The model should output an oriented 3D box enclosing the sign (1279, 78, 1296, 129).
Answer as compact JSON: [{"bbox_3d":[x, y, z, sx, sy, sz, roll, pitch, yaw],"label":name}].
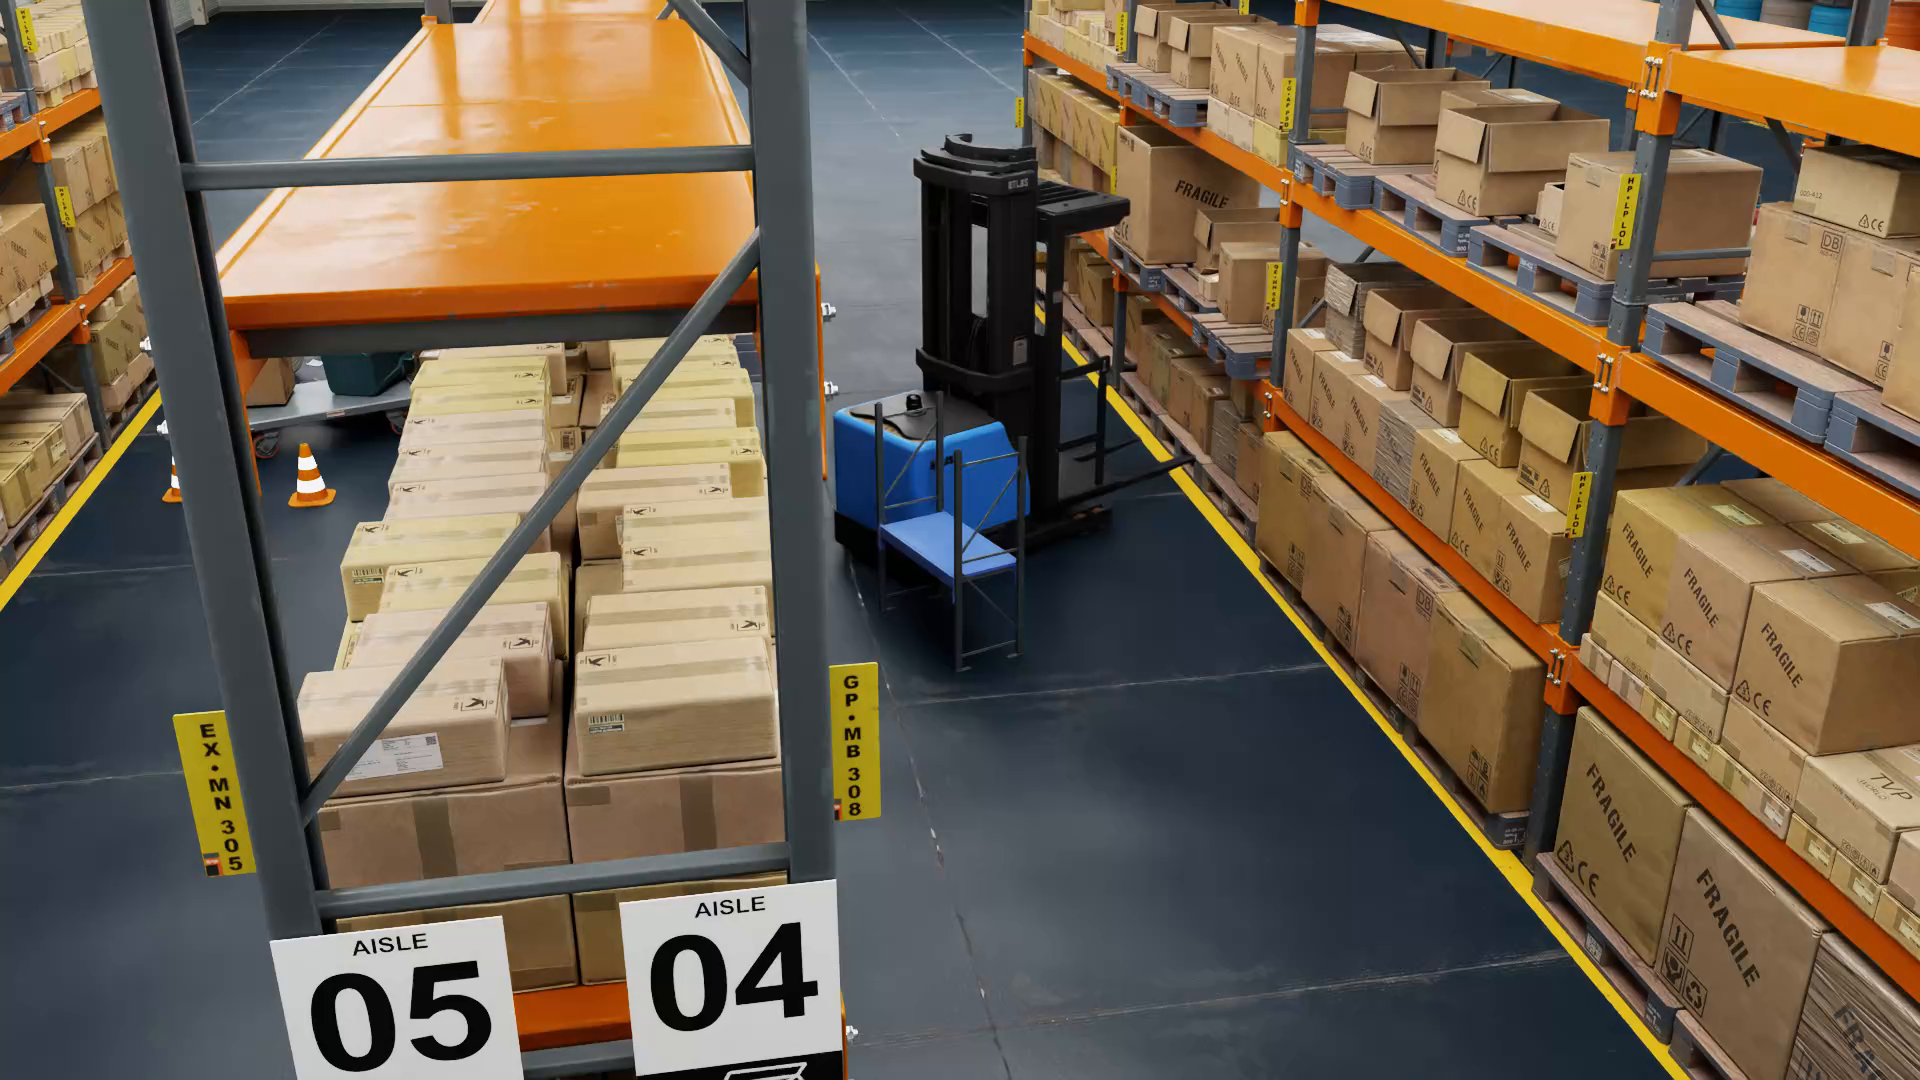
[{"bbox_3d":[2.149,-2.857,10.894,0.100,0.325,0.005,-4,24,-10],"label":"sign"}]

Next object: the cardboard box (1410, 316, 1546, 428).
[{"bbox_3d":[3.051,-0.982,9.615,0.797,0.503,0.637,-4,24,-8],"label":"cardboard box"}]

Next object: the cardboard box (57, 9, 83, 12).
[{"bbox_3d":[-8.073,-4.809,15.325,0.380,0.149,0.250,-4,24,-10],"label":"cardboard box"}]

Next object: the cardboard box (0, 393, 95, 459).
[{"bbox_3d":[-7.696,-0.907,13.581,0.950,0.372,0.625,-4,24,-9],"label":"cardboard box"}]

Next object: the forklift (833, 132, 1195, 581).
[{"bbox_3d":[0.530,-1.520,12.312,3.031,2.935,1.130,-19,30,-36],"label":"forklift"}]

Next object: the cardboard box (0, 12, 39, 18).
[{"bbox_3d":[-8.541,-4.664,14.994,0.380,0.149,0.250,-4,24,-8],"label":"cardboard box"}]

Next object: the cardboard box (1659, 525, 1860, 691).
[{"bbox_3d":[3.343,0.278,6.986,0.500,0.500,0.500,-4,24,-10],"label":"cardboard box"}]

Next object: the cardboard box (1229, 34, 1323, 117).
[{"bbox_3d":[2.243,-3.305,11.814,0.500,0.500,0.500,-4,24,-10],"label":"cardboard box"}]

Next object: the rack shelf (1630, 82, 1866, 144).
[{"bbox_3d":[7.181,-3.483,13.872,1.077,0.370,4.000,-4,24,-10],"label":"rack shelf"}]

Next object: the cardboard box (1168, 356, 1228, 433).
[{"bbox_3d":[2.209,-1.263,14.209,0.700,0.500,0.500,-6,24,-14],"label":"cardboard box"}]

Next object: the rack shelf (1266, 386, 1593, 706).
[{"bbox_3d":[3.053,-0.169,10.030,1.077,0.370,4.000,-4,24,-10],"label":"rack shelf"}]

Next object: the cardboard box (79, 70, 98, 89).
[{"bbox_3d":[-7.765,-4.039,14.559,0.380,0.149,0.250,-5,24,-11],"label":"cardboard box"}]

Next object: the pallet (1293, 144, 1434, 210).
[{"bbox_3d":[2.854,-2.324,10.554,1.213,0.211,1.003,-3,24,-7],"label":"pallet"}]

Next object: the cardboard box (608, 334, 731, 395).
[{"bbox_3d":[-0.943,-0.590,5.413,0.380,0.149,0.250,-5,24,-12],"label":"cardboard box"}]

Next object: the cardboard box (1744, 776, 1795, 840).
[{"bbox_3d":[3.391,1.054,6.645,0.380,0.149,0.250,-4,24,-9],"label":"cardboard box"}]

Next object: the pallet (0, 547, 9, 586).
[{"bbox_3d":[-7.199,0.419,11.270,1.003,0.211,1.213,-4,24,-10],"label":"pallet"}]

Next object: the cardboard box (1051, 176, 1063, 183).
[{"bbox_3d":[1.187,-3.792,17.742,0.380,0.149,0.250,-4,24,-10],"label":"cardboard box"}]

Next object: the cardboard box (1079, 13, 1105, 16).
[{"bbox_3d":[1.387,-5.084,16.327,0.380,0.149,0.250,-5,24,-12],"label":"cardboard box"}]

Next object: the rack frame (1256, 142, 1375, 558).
[{"bbox_3d":[2.683,-1.285,11.688,1.000,3.000,0.127,-4,24,-10],"label":"rack frame"}]

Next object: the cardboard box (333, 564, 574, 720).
[{"bbox_3d":[-1.162,0.290,3.895,0.500,0.250,0.500,-5,24,-11],"label":"cardboard box"}]

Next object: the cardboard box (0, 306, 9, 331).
[{"bbox_3d":[-7.255,-1.618,12.239,0.380,0.149,0.250,-4,24,-10],"label":"cardboard box"}]

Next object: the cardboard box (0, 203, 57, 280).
[{"bbox_3d":[-7.485,-2.335,13.070,0.500,0.500,0.500,-5,24,-11],"label":"cardboard box"}]

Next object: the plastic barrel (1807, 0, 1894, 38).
[{"bbox_3d":[7.360,-4.131,13.829,0.600,0.901,0.708,-4,24,-10],"label":"plastic barrel"}]

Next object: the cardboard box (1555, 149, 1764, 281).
[{"bbox_3d":[3.306,-1.552,7.901,0.700,0.500,0.500,-4,24,-8],"label":"cardboard box"}]

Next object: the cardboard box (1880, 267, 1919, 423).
[{"bbox_3d":[3.679,-0.639,5.686,0.700,0.500,0.500,-3,24,-7],"label":"cardboard box"}]

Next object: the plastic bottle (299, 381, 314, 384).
[{"bbox_3d":[-6.191,-1.425,15.679,0.133,0.061,0.283,0,24,-1],"label":"plastic bottle"}]

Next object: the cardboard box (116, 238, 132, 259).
[{"bbox_3d":[-7.766,-2.662,15.153,0.380,0.149,0.250,-4,24,-9],"label":"cardboard box"}]

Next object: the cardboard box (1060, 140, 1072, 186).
[{"bbox_3d":[1.539,-4.008,17.425,0.875,0.500,0.500,-4,24,-10],"label":"cardboard box"}]

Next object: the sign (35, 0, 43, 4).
[{"bbox_3d":[-9.069,-5.433,16.346,0.100,0.325,0.005,-4,24,-10],"label":"sign"}]

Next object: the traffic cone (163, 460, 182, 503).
[{"bbox_3d":[-6.191,-0.578,13.239,0.336,0.463,0.334,-4,24,-10],"label":"traffic cone"}]

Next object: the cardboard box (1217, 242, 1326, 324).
[{"bbox_3d":[2.342,-1.945,12.549,0.700,0.500,0.500,-1,24,-2],"label":"cardboard box"}]

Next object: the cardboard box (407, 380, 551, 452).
[{"bbox_3d":[-1.398,-0.347,4.857,0.380,0.149,0.250,-5,24,-11],"label":"cardboard box"}]

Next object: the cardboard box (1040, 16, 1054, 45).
[{"bbox_3d":[1.140,-5.327,17.381,0.500,0.250,0.500,-5,24,-11],"label":"cardboard box"}]

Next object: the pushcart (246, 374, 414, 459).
[{"bbox_3d":[-5.564,-1.112,14.567,1.648,0.377,0.936,-13,27,-28],"label":"pushcart"}]

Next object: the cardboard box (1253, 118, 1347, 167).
[{"bbox_3d":[2.354,-2.760,11.504,0.500,0.250,0.500,-4,24,-10],"label":"cardboard box"}]

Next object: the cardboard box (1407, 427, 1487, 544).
[{"bbox_3d":[2.880,-0.322,9.356,0.500,0.500,0.500,-5,24,-10],"label":"cardboard box"}]

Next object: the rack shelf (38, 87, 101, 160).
[{"bbox_3d":[-8.166,-3.957,14.955,1.077,0.370,4.000,-4,24,-10],"label":"rack shelf"}]

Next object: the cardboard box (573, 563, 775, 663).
[{"bbox_3d":[-0.654,0.257,3.972,0.500,0.250,0.500,-5,24,-10],"label":"cardboard box"}]

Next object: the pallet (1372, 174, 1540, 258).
[{"bbox_3d":[3.064,-1.884,9.547,1.003,0.211,1.213,-3,24,-7],"label":"pallet"}]

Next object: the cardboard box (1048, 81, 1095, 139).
[{"bbox_3d":[1.217,-4.442,17.170,0.500,0.500,0.500,-4,24,-10],"label":"cardboard box"}]

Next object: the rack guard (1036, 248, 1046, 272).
[{"bbox_3d":[1.218,-3.257,19.324,1.175,0.500,0.348,-4,24,-10],"label":"rack guard"}]

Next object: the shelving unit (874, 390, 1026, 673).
[{"bbox_3d":[-0.074,-0.073,10.785,0.538,1.500,1.048,-13,27,-28],"label":"shelving unit"}]

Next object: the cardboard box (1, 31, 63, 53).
[{"bbox_3d":[-7.650,-4.103,13.709,0.380,0.149,0.250,-5,24,-11],"label":"cardboard box"}]

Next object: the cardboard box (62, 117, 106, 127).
[{"bbox_3d":[-7.989,-3.555,15.139,0.700,0.500,0.500,-4,24,-10],"label":"cardboard box"}]

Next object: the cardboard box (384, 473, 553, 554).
[{"bbox_3d":[-1.221,-0.043,4.160,0.380,0.149,0.250,-5,24,-11],"label":"cardboard box"}]

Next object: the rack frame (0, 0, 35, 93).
[{"bbox_3d":[-7.796,-4.874,12.410,1.000,3.000,0.127,-4,24,-10],"label":"rack frame"}]

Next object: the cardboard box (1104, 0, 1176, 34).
[{"bbox_3d":[1.609,-4.803,14.872,0.500,0.500,0.500,-5,24,-11],"label":"cardboard box"}]

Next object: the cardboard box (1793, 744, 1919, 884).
[{"bbox_3d":[3.524,1.019,6.228,0.500,0.250,0.500,-4,24,-10],"label":"cardboard box"}]

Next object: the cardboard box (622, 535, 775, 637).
[{"bbox_3d":[-0.575,0.113,3.803,0.380,0.149,0.250,-4,24,-10],"label":"cardboard box"}]

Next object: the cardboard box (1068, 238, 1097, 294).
[{"bbox_3d":[1.447,-2.999,18.211,0.500,0.500,0.500,2,24,4],"label":"cardboard box"}]

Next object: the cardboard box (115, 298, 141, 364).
[{"bbox_3d":[-7.750,-1.863,14.984,0.500,0.500,0.500,-3,24,-8],"label":"cardboard box"}]

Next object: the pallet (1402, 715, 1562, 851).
[{"bbox_3d":[3.206,1.268,9.325,1.003,0.211,1.213,-4,24,-10],"label":"pallet"}]
